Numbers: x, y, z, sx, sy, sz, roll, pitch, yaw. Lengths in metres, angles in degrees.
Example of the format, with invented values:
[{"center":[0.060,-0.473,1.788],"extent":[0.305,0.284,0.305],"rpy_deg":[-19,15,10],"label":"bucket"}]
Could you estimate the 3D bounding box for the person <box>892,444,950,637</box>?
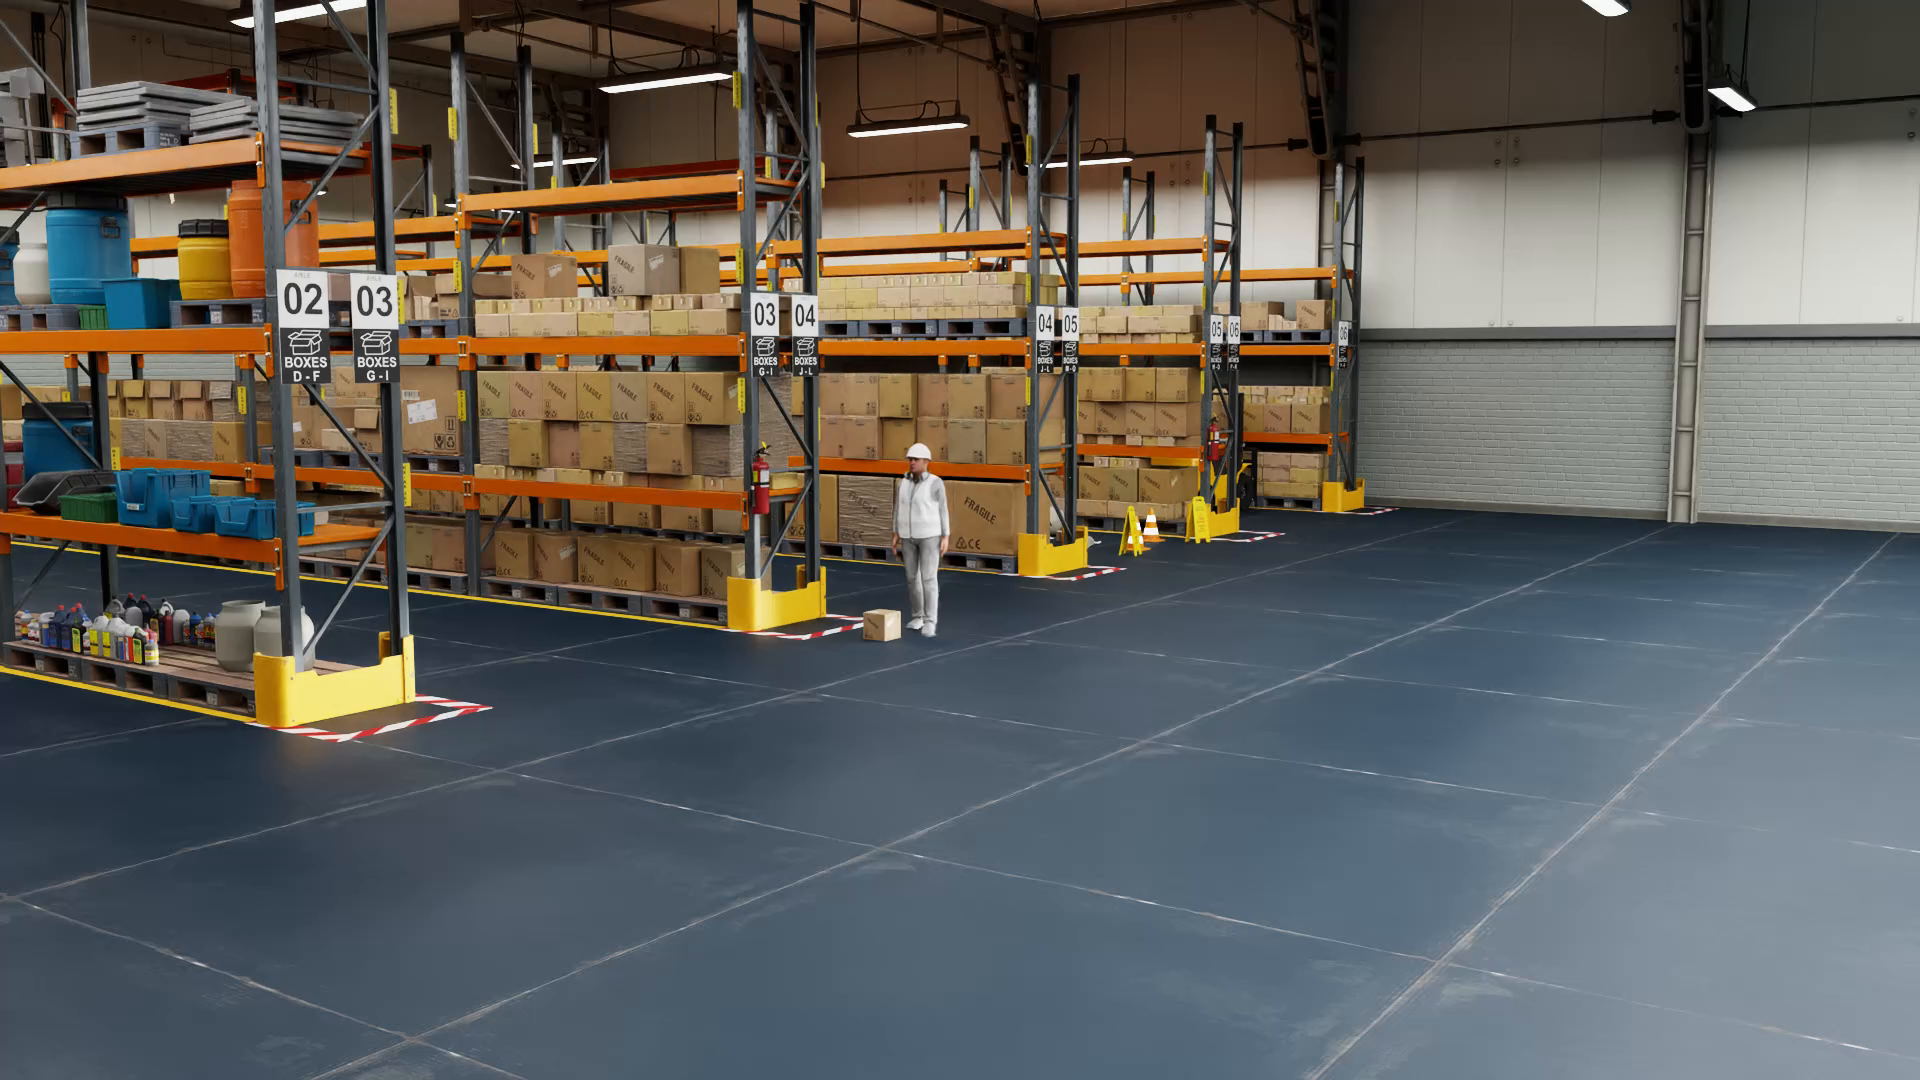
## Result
[{"center":[-0.406,-0.015,15.744],"extent":[0.566,1.787,0.550],"rpy_deg":[4,7,29],"label":"person"}]
